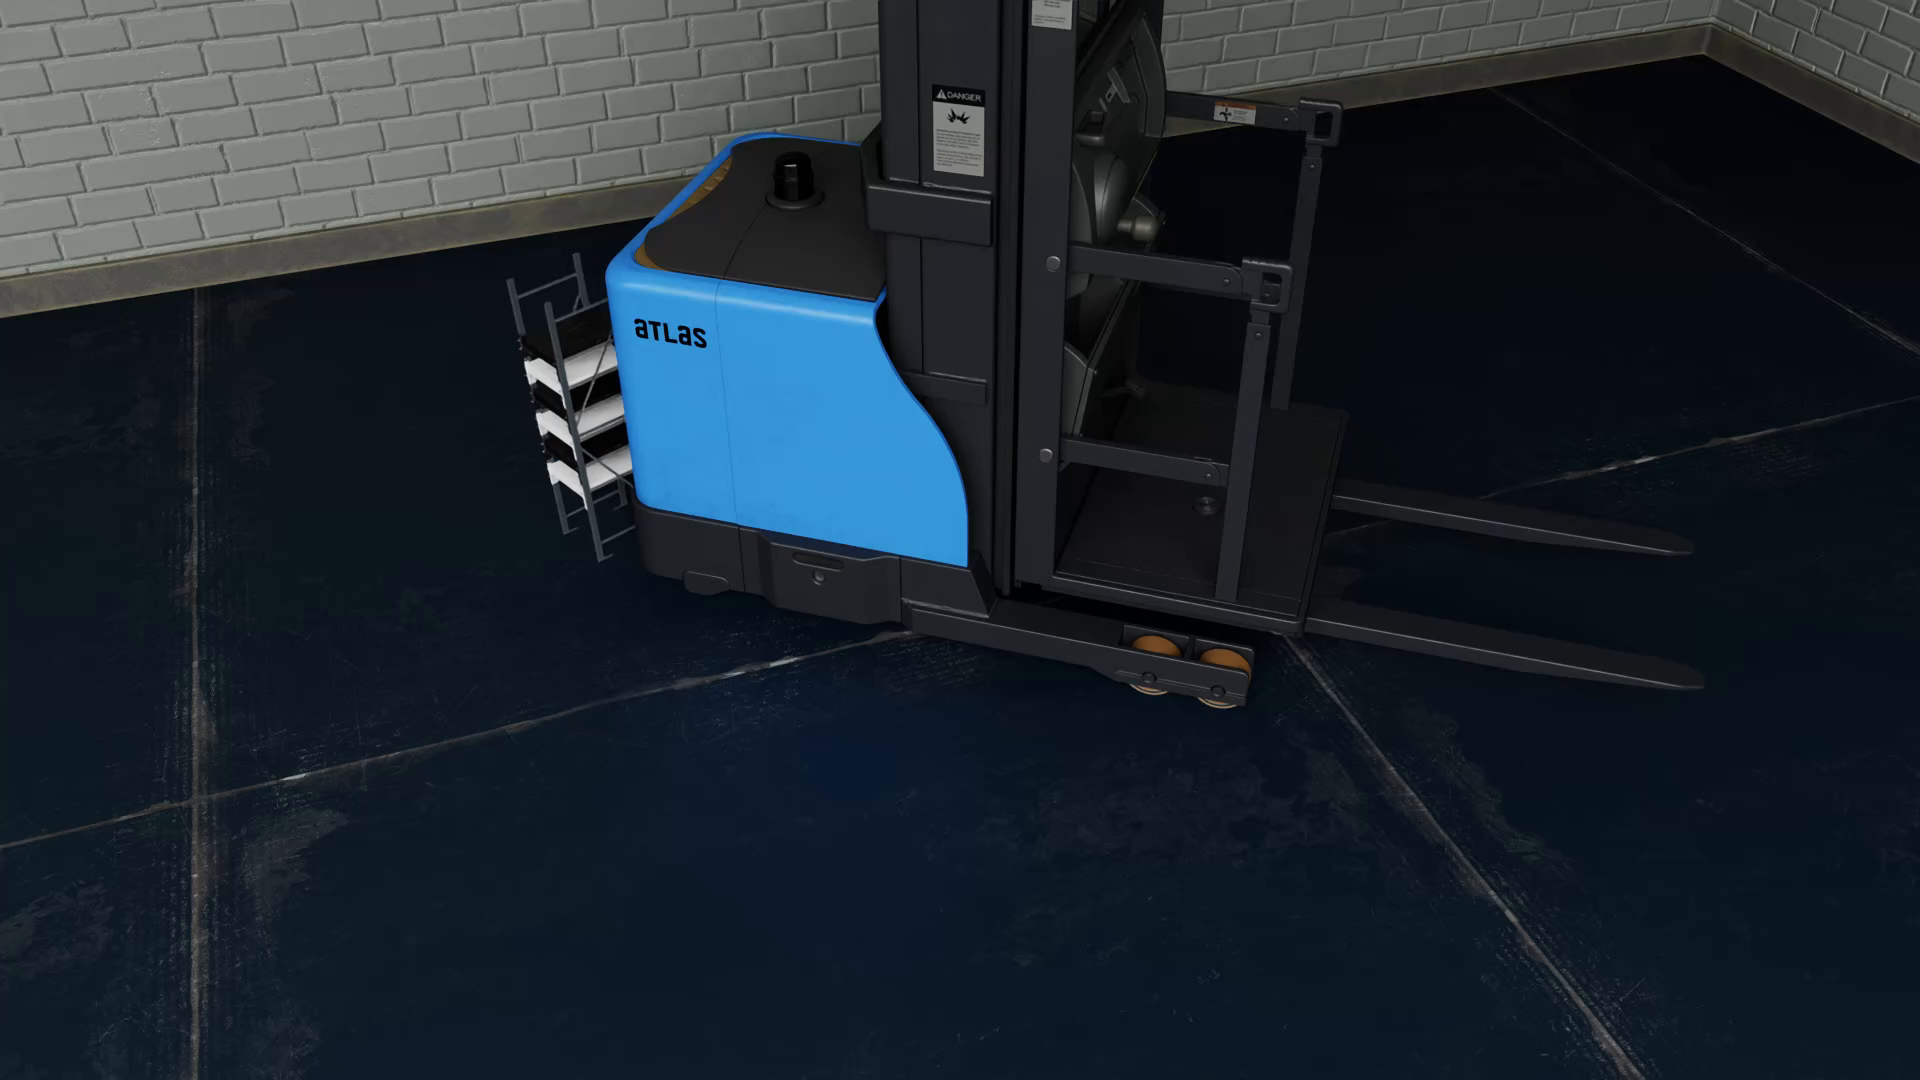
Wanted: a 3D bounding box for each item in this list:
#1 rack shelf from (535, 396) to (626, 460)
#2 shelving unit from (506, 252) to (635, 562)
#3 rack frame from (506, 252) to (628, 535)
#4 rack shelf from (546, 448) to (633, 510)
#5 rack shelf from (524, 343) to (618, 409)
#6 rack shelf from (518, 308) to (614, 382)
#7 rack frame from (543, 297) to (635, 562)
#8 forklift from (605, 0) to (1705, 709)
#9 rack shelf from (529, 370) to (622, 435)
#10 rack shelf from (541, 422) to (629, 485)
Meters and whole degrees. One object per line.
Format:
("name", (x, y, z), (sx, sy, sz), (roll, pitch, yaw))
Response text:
("rack shelf", (-1.115, -0.360, 5.025), (0.258, 0.077, 0.200), (-30, 44, -32))
("shelving unit", (-1.117, -0.387, 5.005), (0.258, 0.900, 0.210), (-30, 44, -32))
("rack frame", (-1.185, -0.429, 5.067), (0.240, 0.900, 0.006), (-30, 44, -32))
("rack shelf", (-1.108, -0.215, 5.132), (0.258, 0.077, 0.200), (-30, 44, -32))
("rack shelf", (-1.122, -0.505, 4.918), (0.258, 0.077, 0.200), (-30, 44, -32))
("rack shelf", (-1.126, -0.577, 4.864), (0.258, 0.077, 0.200), (-30, 44, -32))
("rack frame", (-1.048, -0.344, 4.943), (0.240, 0.900, 0.006), (-30, 44, -32))
("forklift", (0.602, -1.061, 4.222), (3.031, 2.935, 1.130), (10, 38, 13))
("rack shelf", (-1.119, -0.432, 4.971), (0.258, 0.077, 0.200), (-30, 44, -32))
("rack shelf", (-1.112, -0.288, 5.078), (0.258, 0.077, 0.200), (-30, 44, -32))
